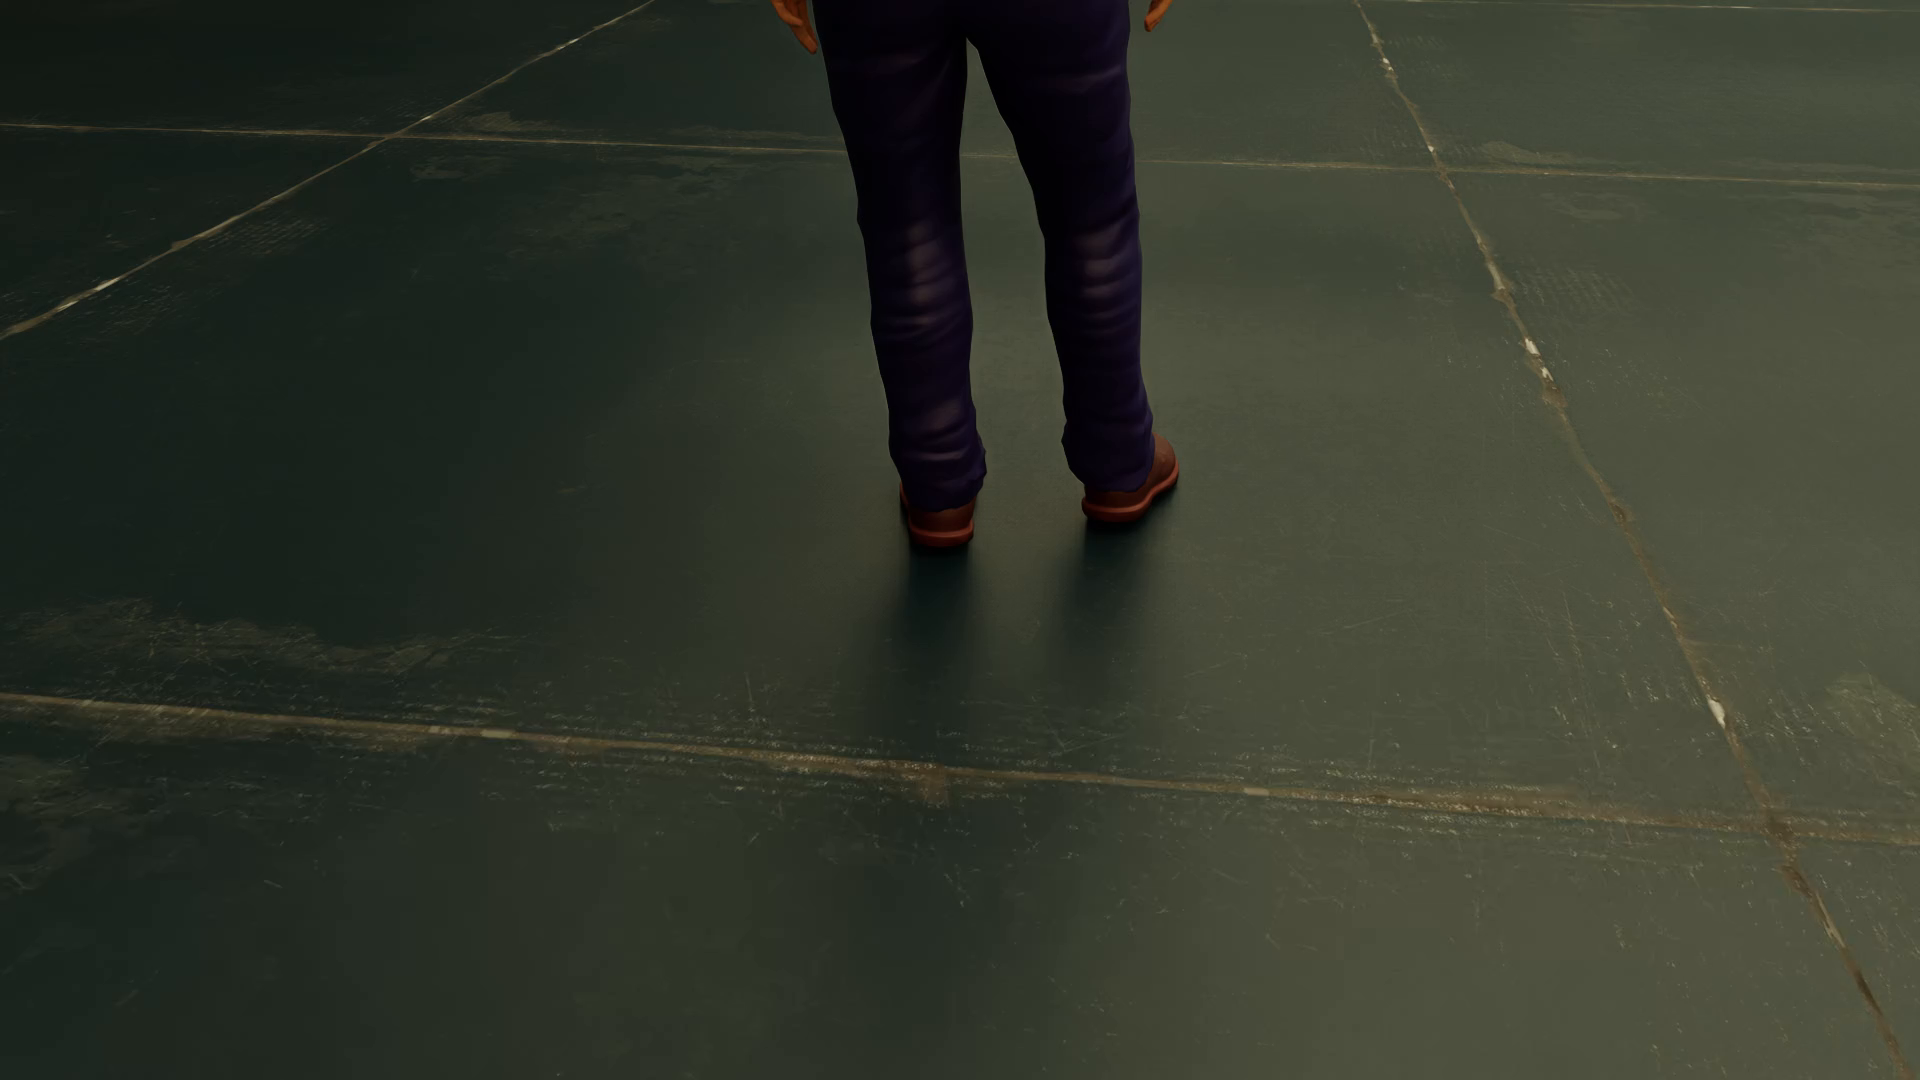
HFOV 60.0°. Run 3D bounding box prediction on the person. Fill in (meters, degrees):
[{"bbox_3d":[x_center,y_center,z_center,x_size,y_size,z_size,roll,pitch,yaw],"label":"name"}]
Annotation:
[{"bbox_3d":[0.035,-0.783,2.205,0.598,1.651,0.503,3,27,7],"label":"person"}]
